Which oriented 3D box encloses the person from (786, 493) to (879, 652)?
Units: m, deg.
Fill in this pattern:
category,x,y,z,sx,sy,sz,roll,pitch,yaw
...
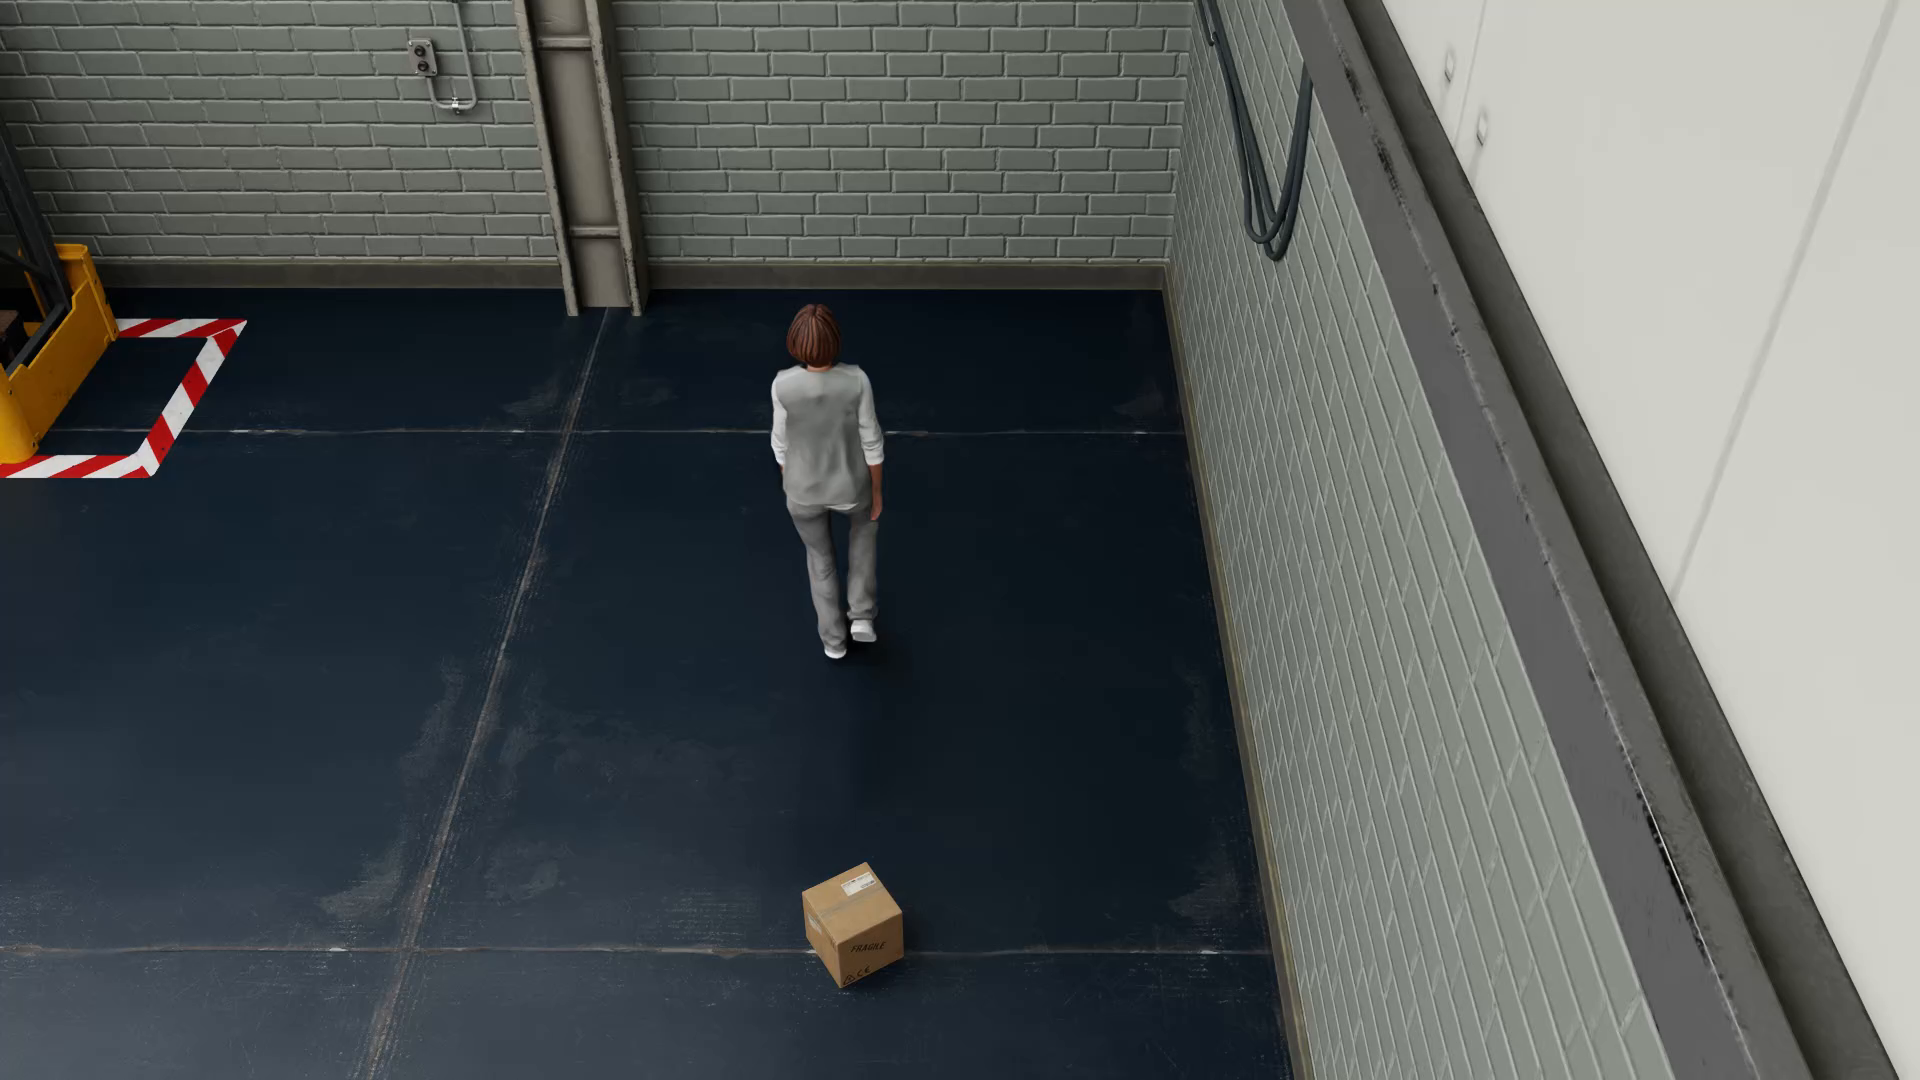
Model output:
category,x,y,z,sx,sy,sz,roll,pitch,yaw
person,-0.490,0.000,6.570,0.362,0.877,0.386,-4,40,-5
